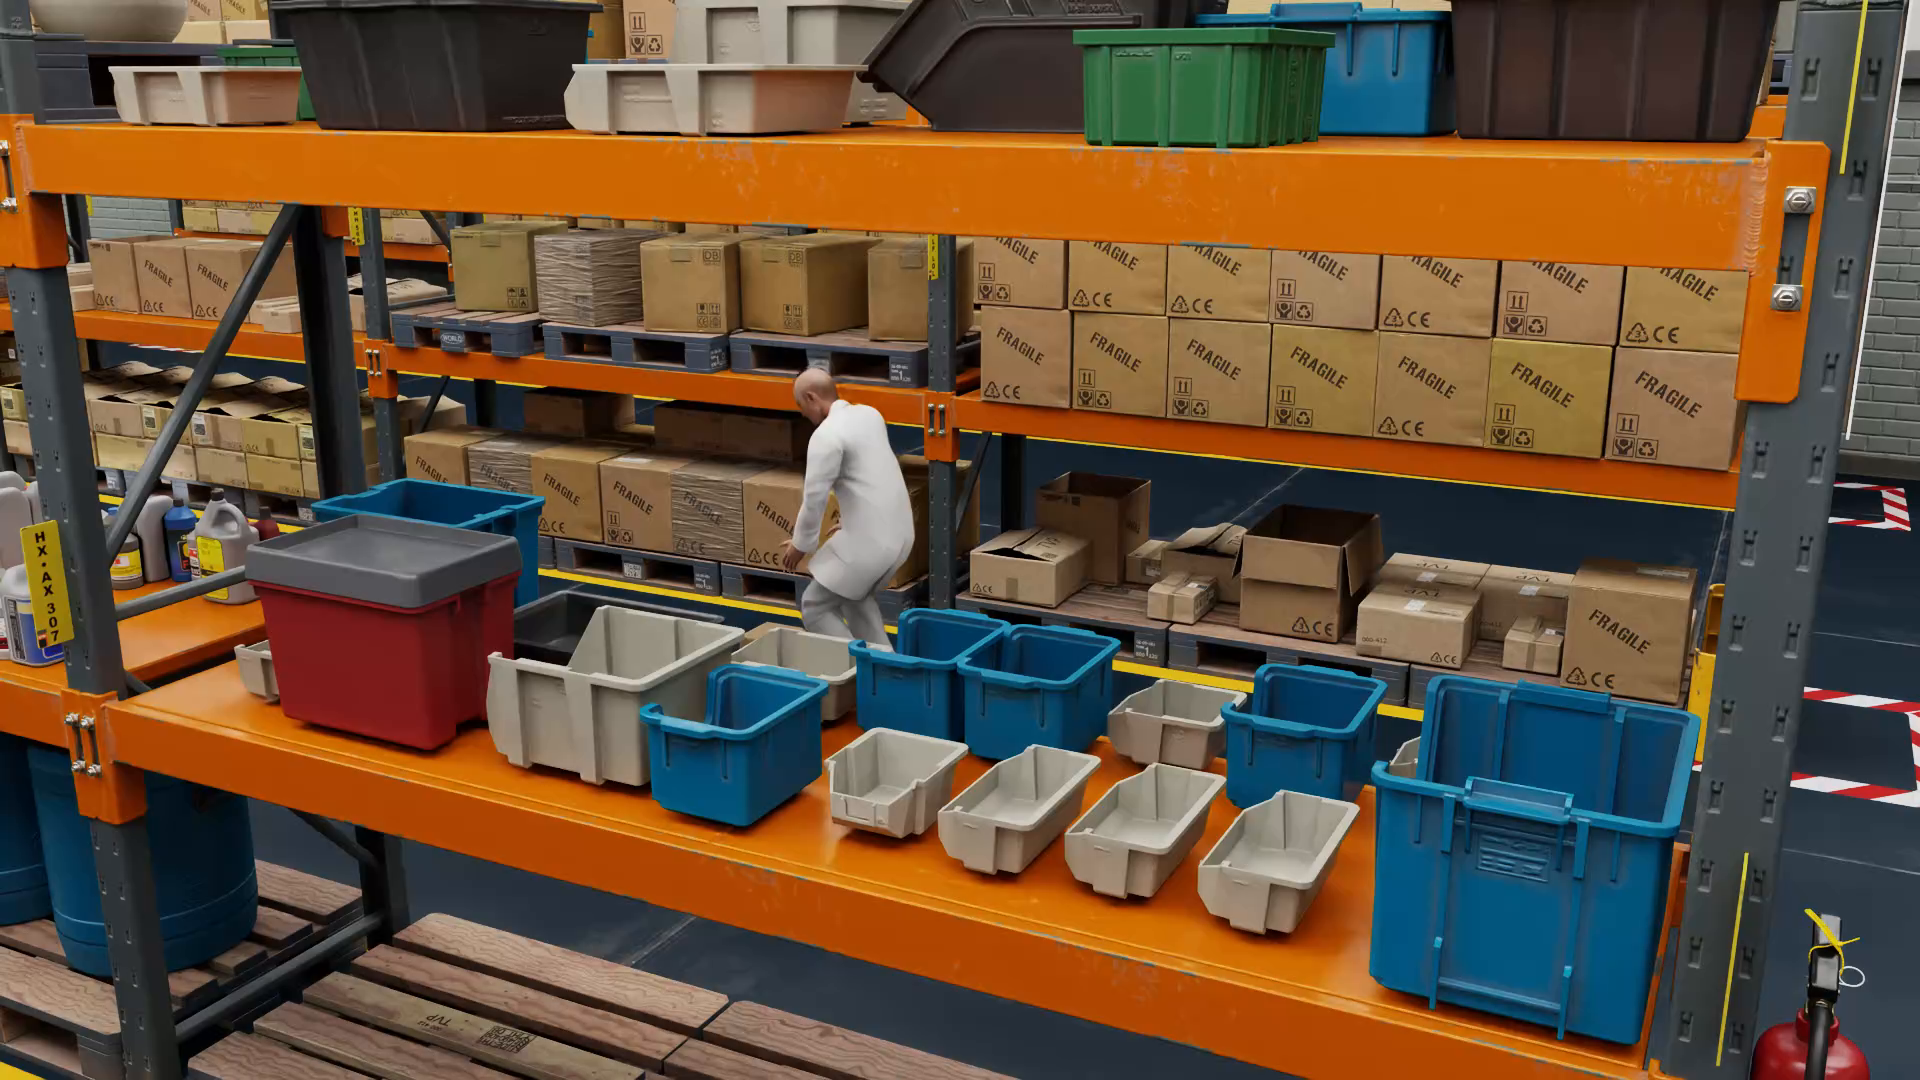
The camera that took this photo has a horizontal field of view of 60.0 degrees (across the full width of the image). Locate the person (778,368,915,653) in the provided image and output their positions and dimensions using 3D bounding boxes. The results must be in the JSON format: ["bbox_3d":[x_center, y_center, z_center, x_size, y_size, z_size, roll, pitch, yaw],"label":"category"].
[{"bbox_3d":[-0.518,-0.001,7.907,0.564,1.601,0.618,8,17,26],"label":"person"}]
